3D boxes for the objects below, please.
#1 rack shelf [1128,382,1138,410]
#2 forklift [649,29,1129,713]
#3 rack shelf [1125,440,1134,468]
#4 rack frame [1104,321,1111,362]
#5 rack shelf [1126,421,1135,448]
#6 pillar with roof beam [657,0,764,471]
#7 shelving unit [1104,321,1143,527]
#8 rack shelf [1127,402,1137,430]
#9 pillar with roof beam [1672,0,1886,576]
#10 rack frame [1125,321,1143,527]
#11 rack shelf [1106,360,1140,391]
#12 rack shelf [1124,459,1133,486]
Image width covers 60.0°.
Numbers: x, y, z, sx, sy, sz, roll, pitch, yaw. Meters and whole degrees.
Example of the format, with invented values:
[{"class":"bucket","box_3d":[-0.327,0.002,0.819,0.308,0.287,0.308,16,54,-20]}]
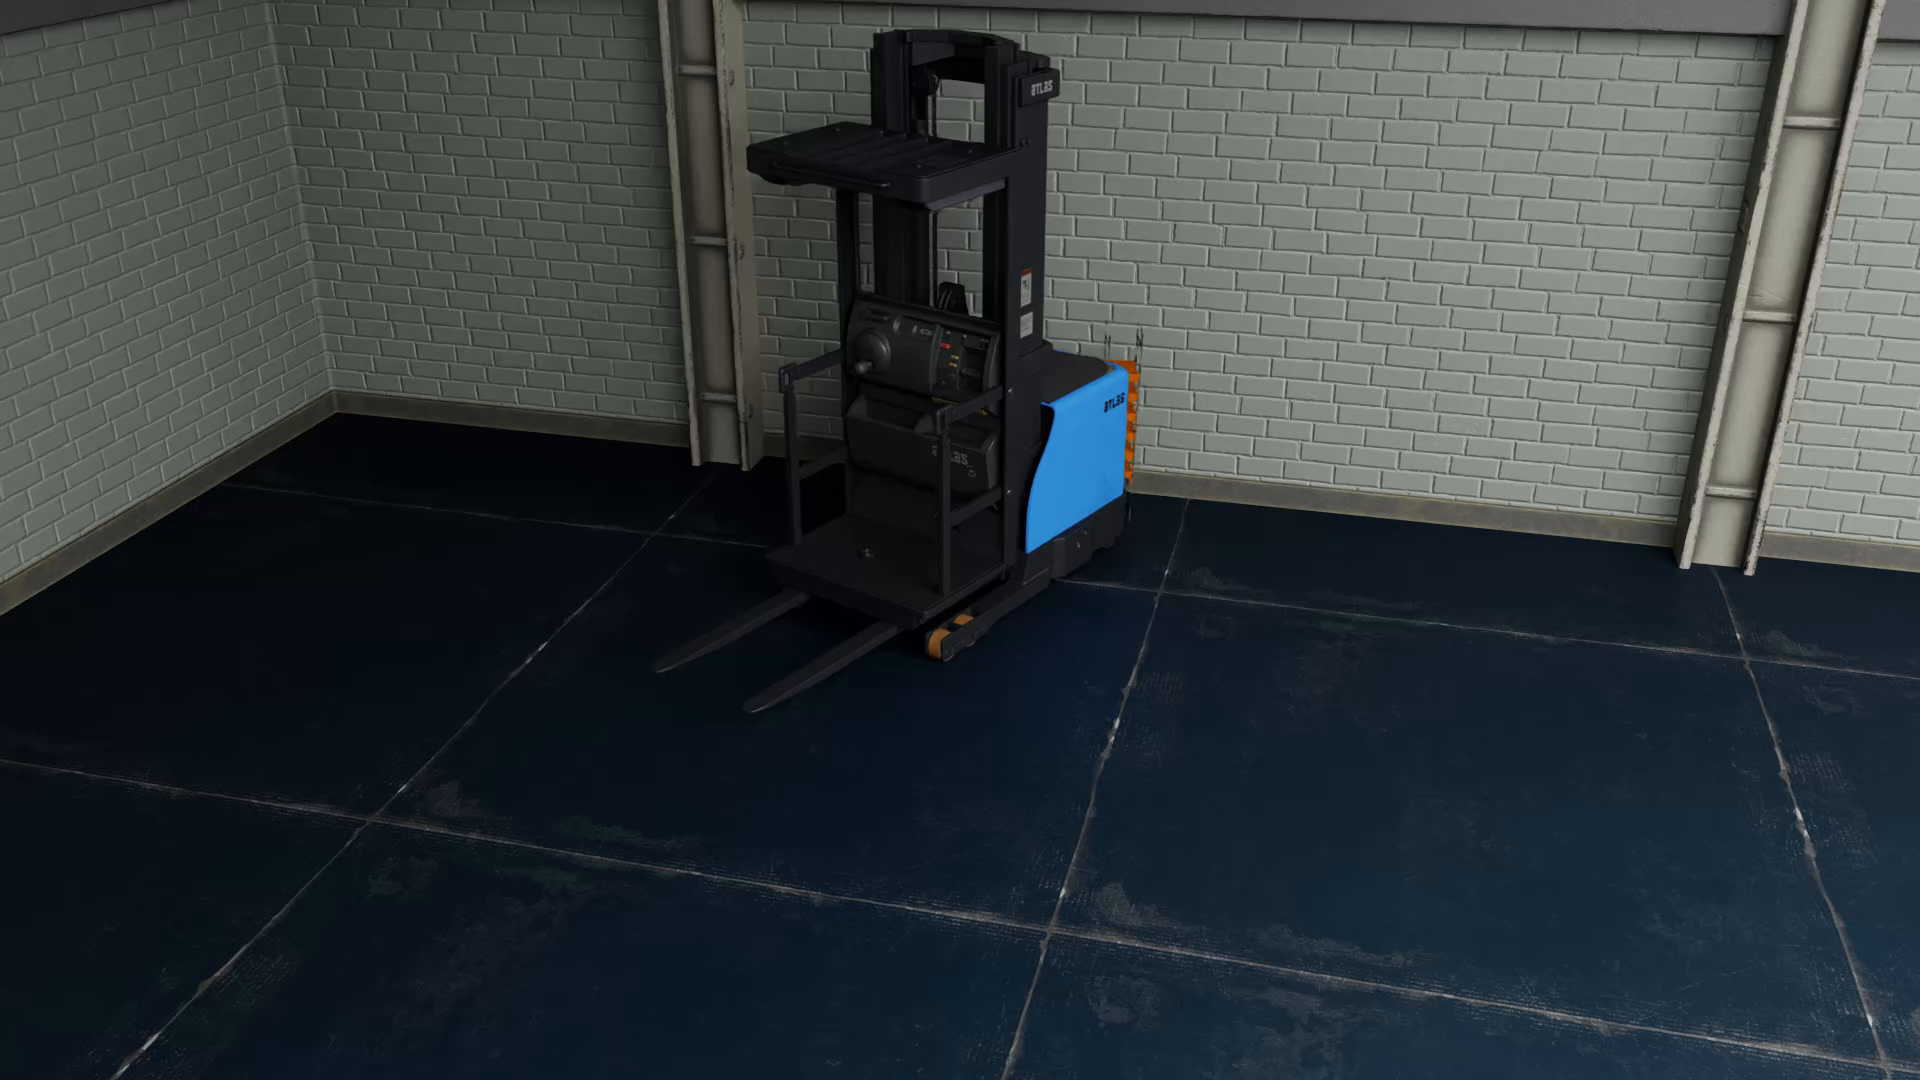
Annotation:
[{"class":"rack shelf","box_3d":[0.932,-0.849,9.678,0.180,0.103,0.258,1,25,-1]},{"class":"forklift","box_3d":[-0.320,-0.943,8.322,1.130,2.935,3.031,18,31,32]},{"class":"rack shelf","box_3d":[0.924,-0.524,9.832,0.180,0.103,0.258,1,25,-1]},{"class":"rack frame","box_3d":[0.836,-0.674,9.760,0.006,1.200,0.240,1,25,-1]},{"class":"rack shelf","box_3d":[0.926,-0.632,9.781,0.180,0.103,0.258,1,25,-1]},{"class":"pillar with roof beam","box_3d":[-2.581,-2.799,5.160,0.400,9.000,9.100,6,26,13]},{"class":"shelving unit","box_3d":[0.928,-0.673,9.762,0.189,1.200,0.258,1,25,-1]},{"class":"rack shelf","box_3d":[0.929,-0.741,9.729,0.180,0.103,0.258,1,25,-1]},{"class":"pillar with roof beam","box_3d":[3.230,-2.156,3.811,0.400,9.000,9.100,6,26,13]},{"class":"rack frame","box_3d":[1.019,-0.671,9.763,0.006,1.200,0.240,1,25,-1]},{"class":"rack shelf","box_3d":[0.935,-0.957,9.626,0.180,0.103,0.258,1,25,-1]},{"class":"rack shelf","box_3d":[0.921,-0.416,9.884,0.180,0.103,0.258,1,25,-1]}]
